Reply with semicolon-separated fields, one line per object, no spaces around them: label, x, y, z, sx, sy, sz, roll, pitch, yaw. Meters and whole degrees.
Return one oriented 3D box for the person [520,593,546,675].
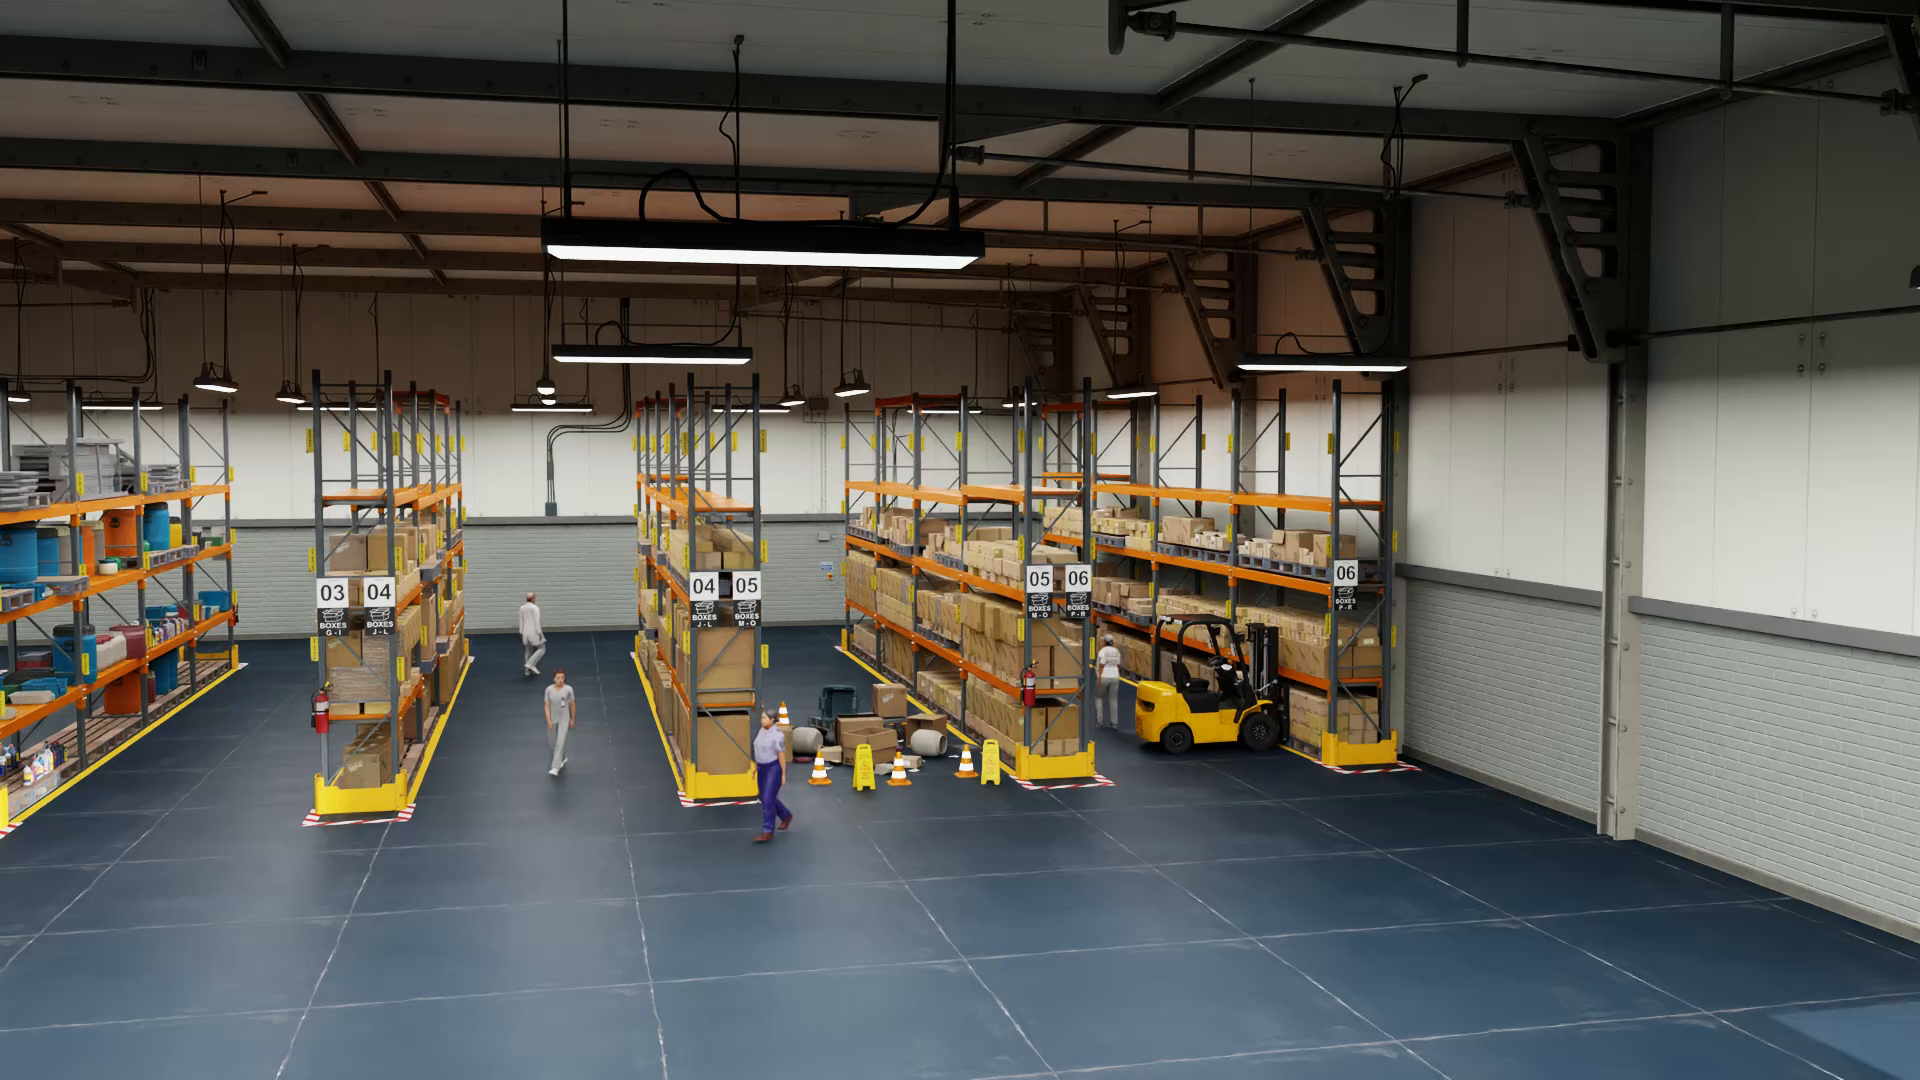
person;-9.293;2.034;35.989;0.637;1.780;0.546;3;4;37

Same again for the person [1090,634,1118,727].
person;2.574;2.483;29.454;0.503;1.636;0.854;-1;3;-17

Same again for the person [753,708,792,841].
person;-2.382;2.953;21.182;0.608;1.648;0.486;-2;4;-31

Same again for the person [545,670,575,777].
person;-6.083;2.761;25.247;0.427;1.573;1.104;0;3;-6
